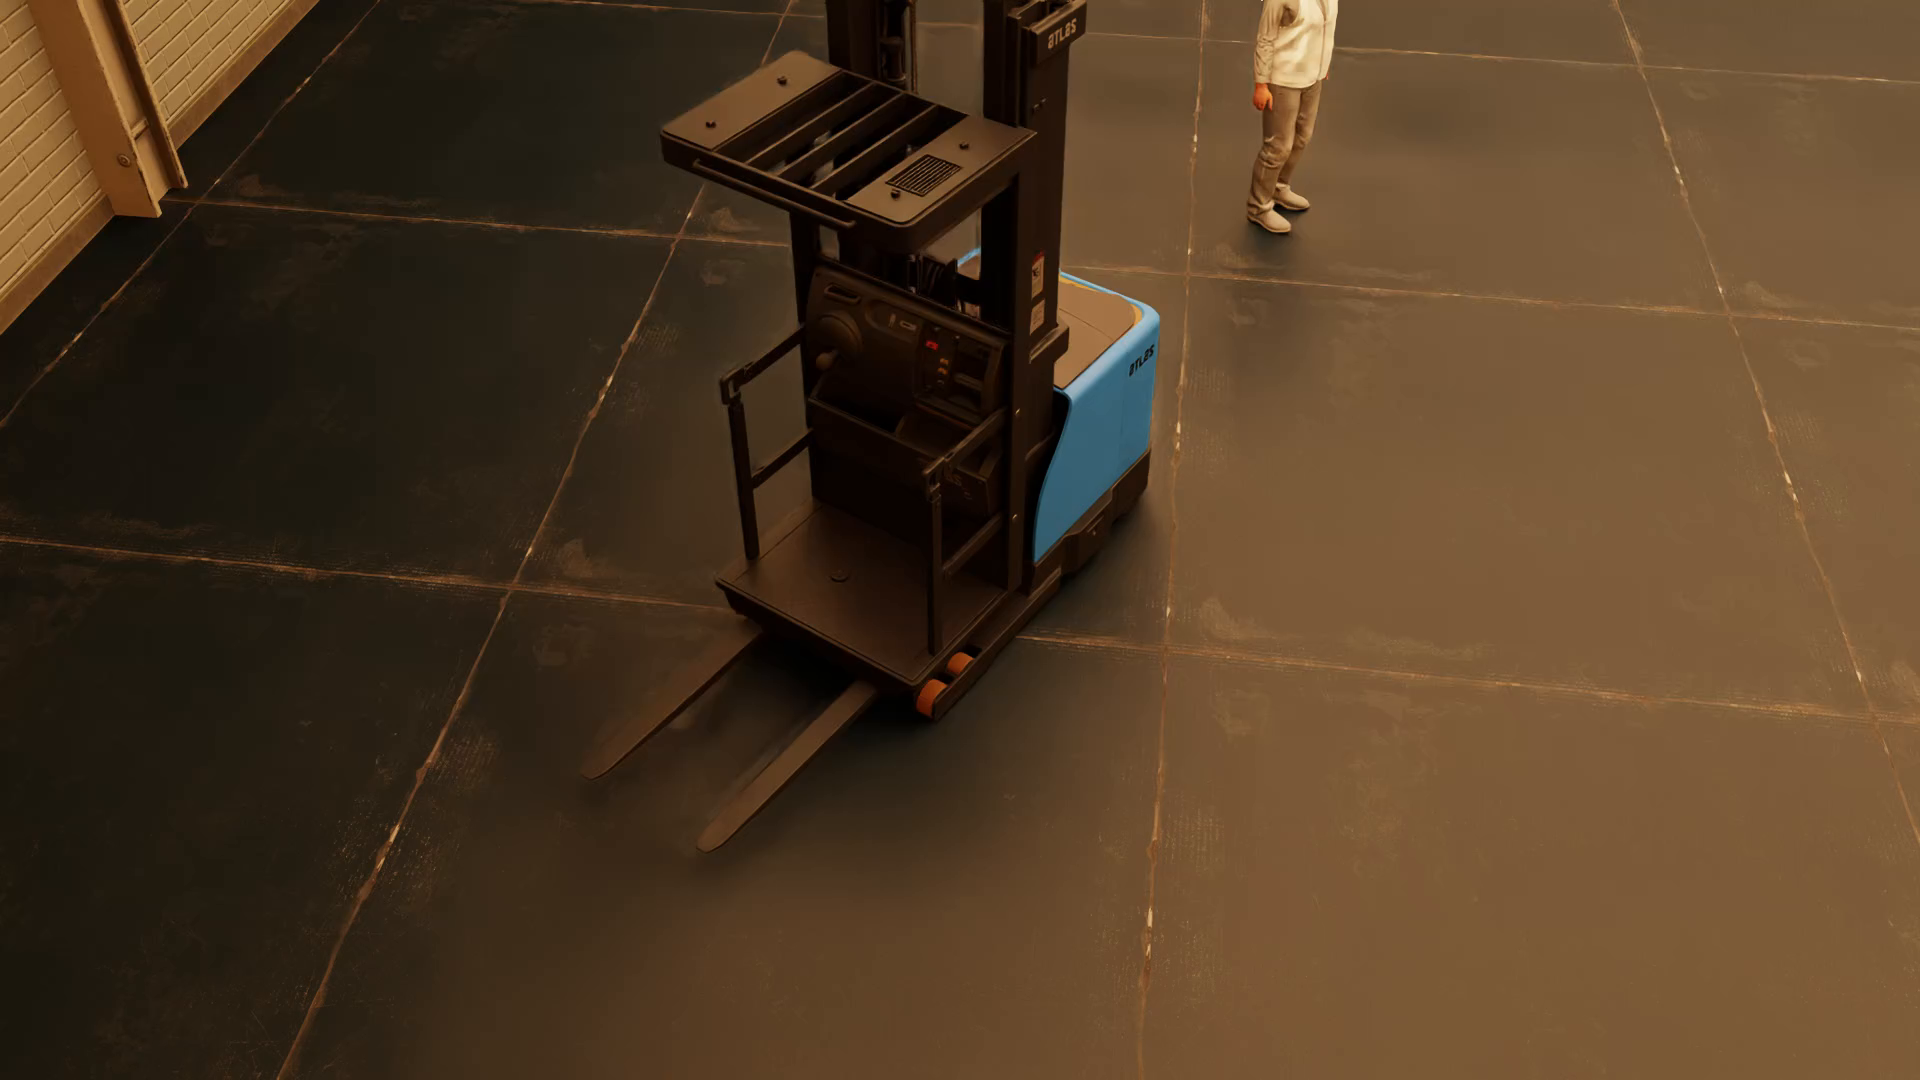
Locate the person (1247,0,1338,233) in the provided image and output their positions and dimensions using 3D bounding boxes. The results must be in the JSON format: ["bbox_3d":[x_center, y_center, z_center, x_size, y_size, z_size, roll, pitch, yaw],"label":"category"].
[{"bbox_3d":[1.909,-2.636,9.451,0.404,1.776,0.617,31,51,30],"label":"person"}]

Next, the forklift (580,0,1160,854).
[{"bbox_3d":[-0.352,-0.697,6.483,1.130,2.935,3.031,26,48,25],"label":"forklift"}]
